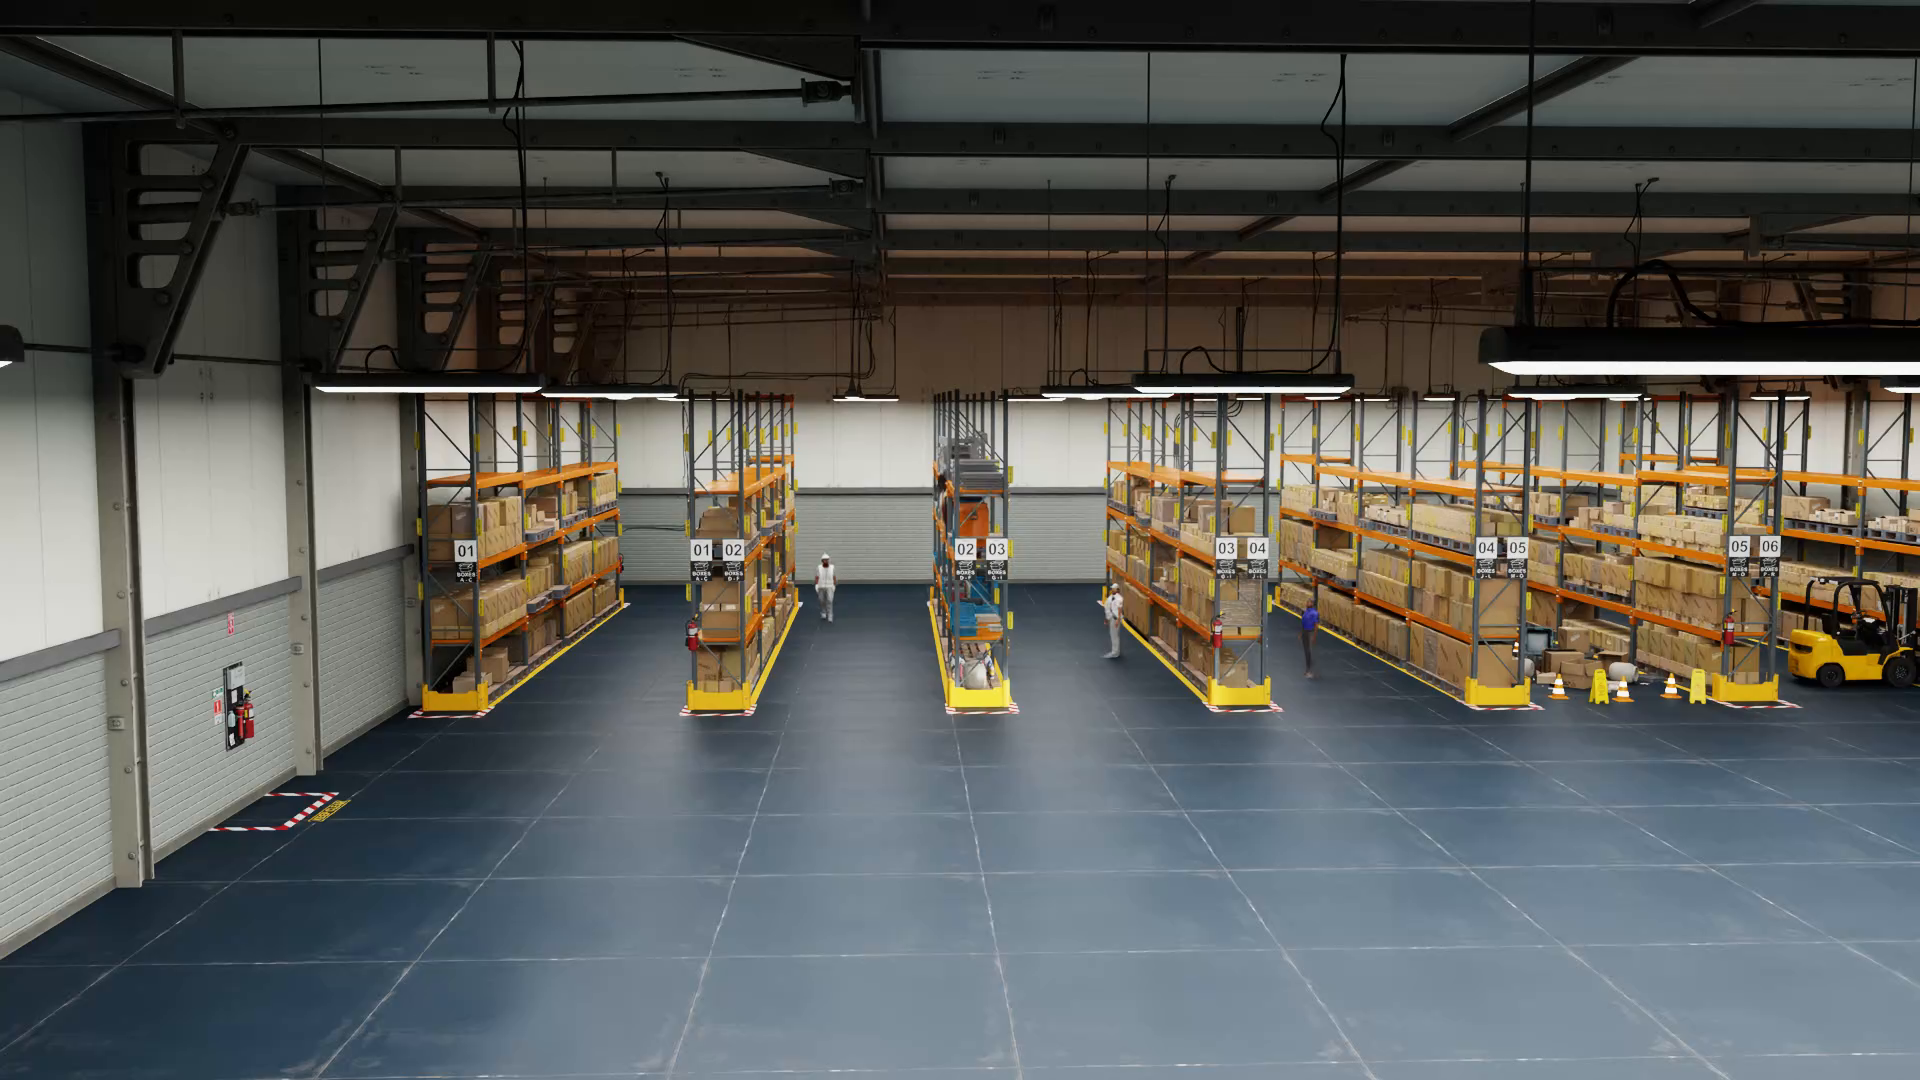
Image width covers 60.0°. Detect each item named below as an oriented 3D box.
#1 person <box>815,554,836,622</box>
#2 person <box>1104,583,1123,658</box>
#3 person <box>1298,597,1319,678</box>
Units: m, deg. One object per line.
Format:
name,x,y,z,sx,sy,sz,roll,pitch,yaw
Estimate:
person,-3.554,1.253,43.941,0.560,1.740,0.972,0,5,-4
person,3.474,1.820,37.762,0.428,1.659,0.537,-1,5,-9
person,7.347,2.052,35.077,0.499,1.695,0.456,-4,6,-39
